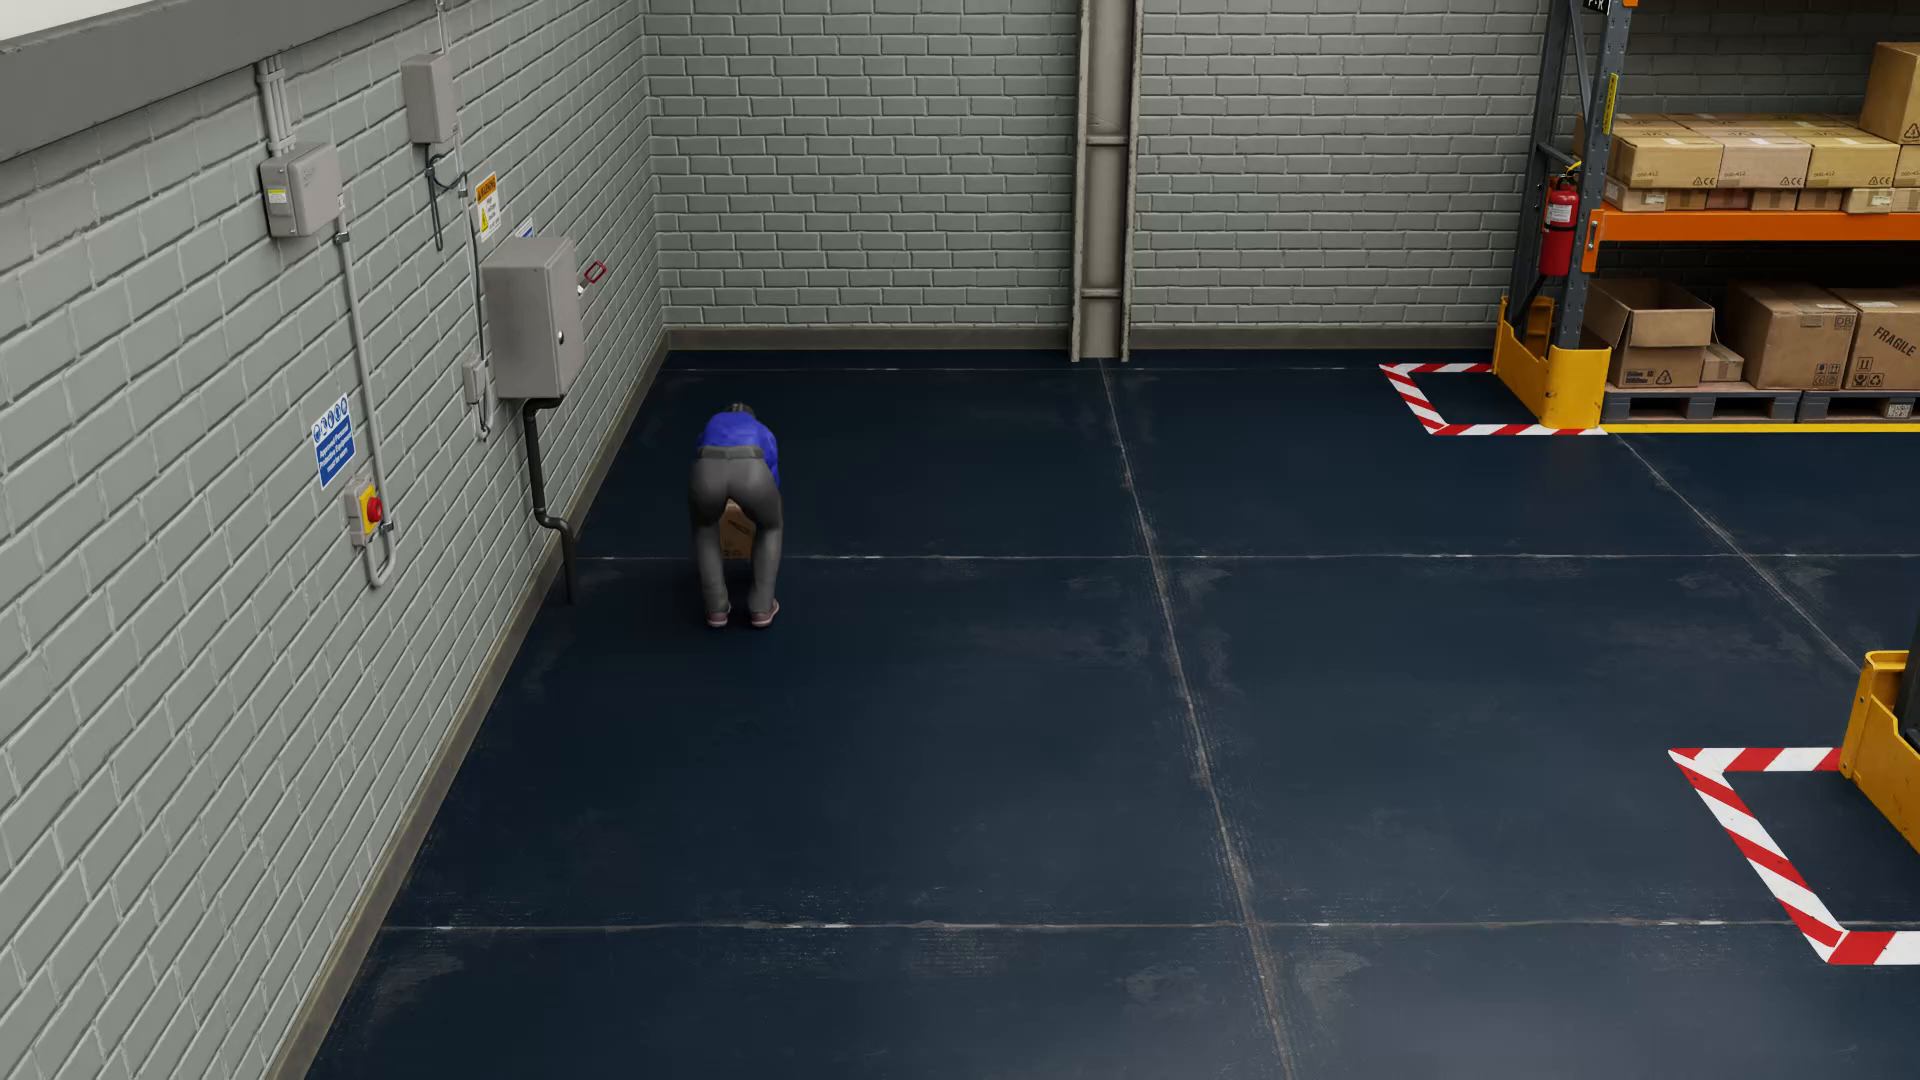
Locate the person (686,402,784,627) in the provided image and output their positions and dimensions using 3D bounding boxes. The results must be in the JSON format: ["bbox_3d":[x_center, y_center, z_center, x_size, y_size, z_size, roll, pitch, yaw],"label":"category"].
[{"bbox_3d":[-1.037,-0.129,7.754,0.427,0.955,0.876,-1,24,-3],"label":"person"}]
